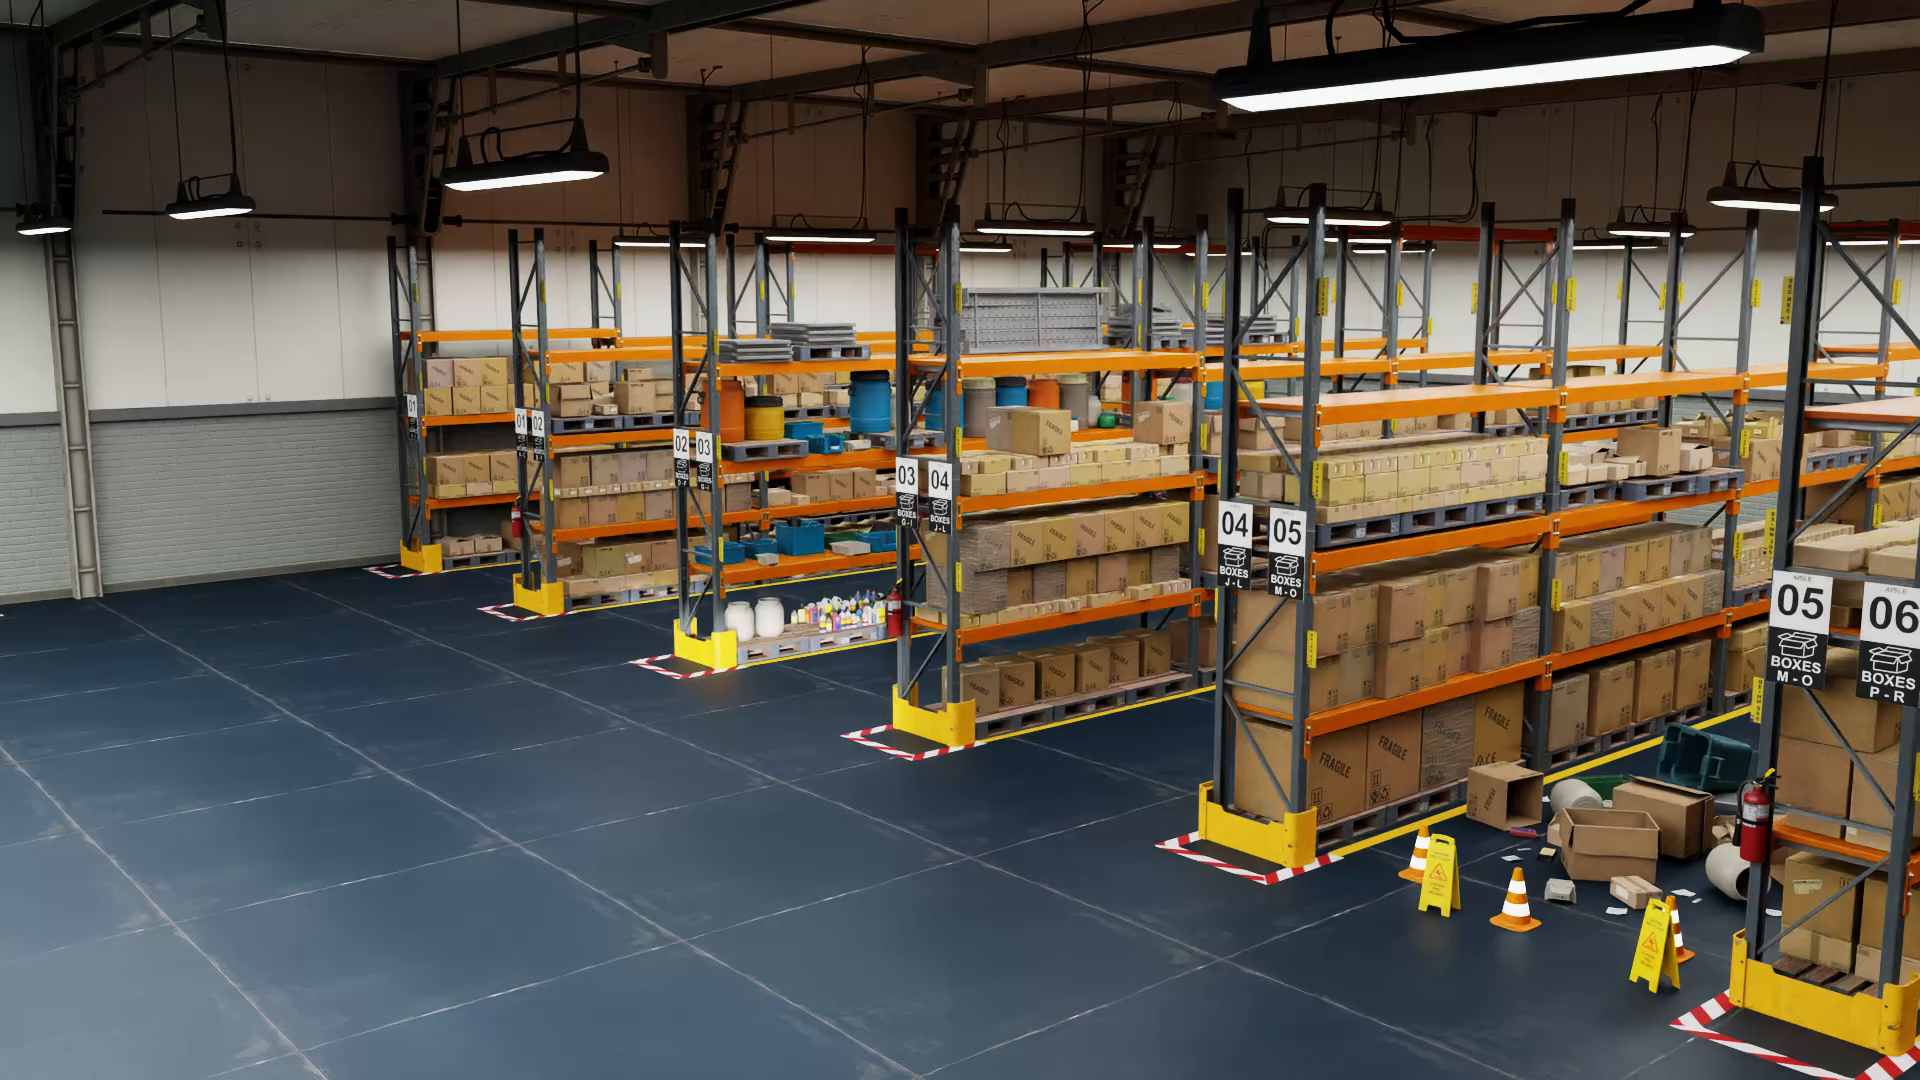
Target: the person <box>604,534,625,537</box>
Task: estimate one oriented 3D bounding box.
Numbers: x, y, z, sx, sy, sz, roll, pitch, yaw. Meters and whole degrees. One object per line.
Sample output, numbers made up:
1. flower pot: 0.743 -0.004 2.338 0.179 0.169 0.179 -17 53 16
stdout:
1. person: -6.276 -0.376 30.419 0.671 1.712 1.204 4 10 24
